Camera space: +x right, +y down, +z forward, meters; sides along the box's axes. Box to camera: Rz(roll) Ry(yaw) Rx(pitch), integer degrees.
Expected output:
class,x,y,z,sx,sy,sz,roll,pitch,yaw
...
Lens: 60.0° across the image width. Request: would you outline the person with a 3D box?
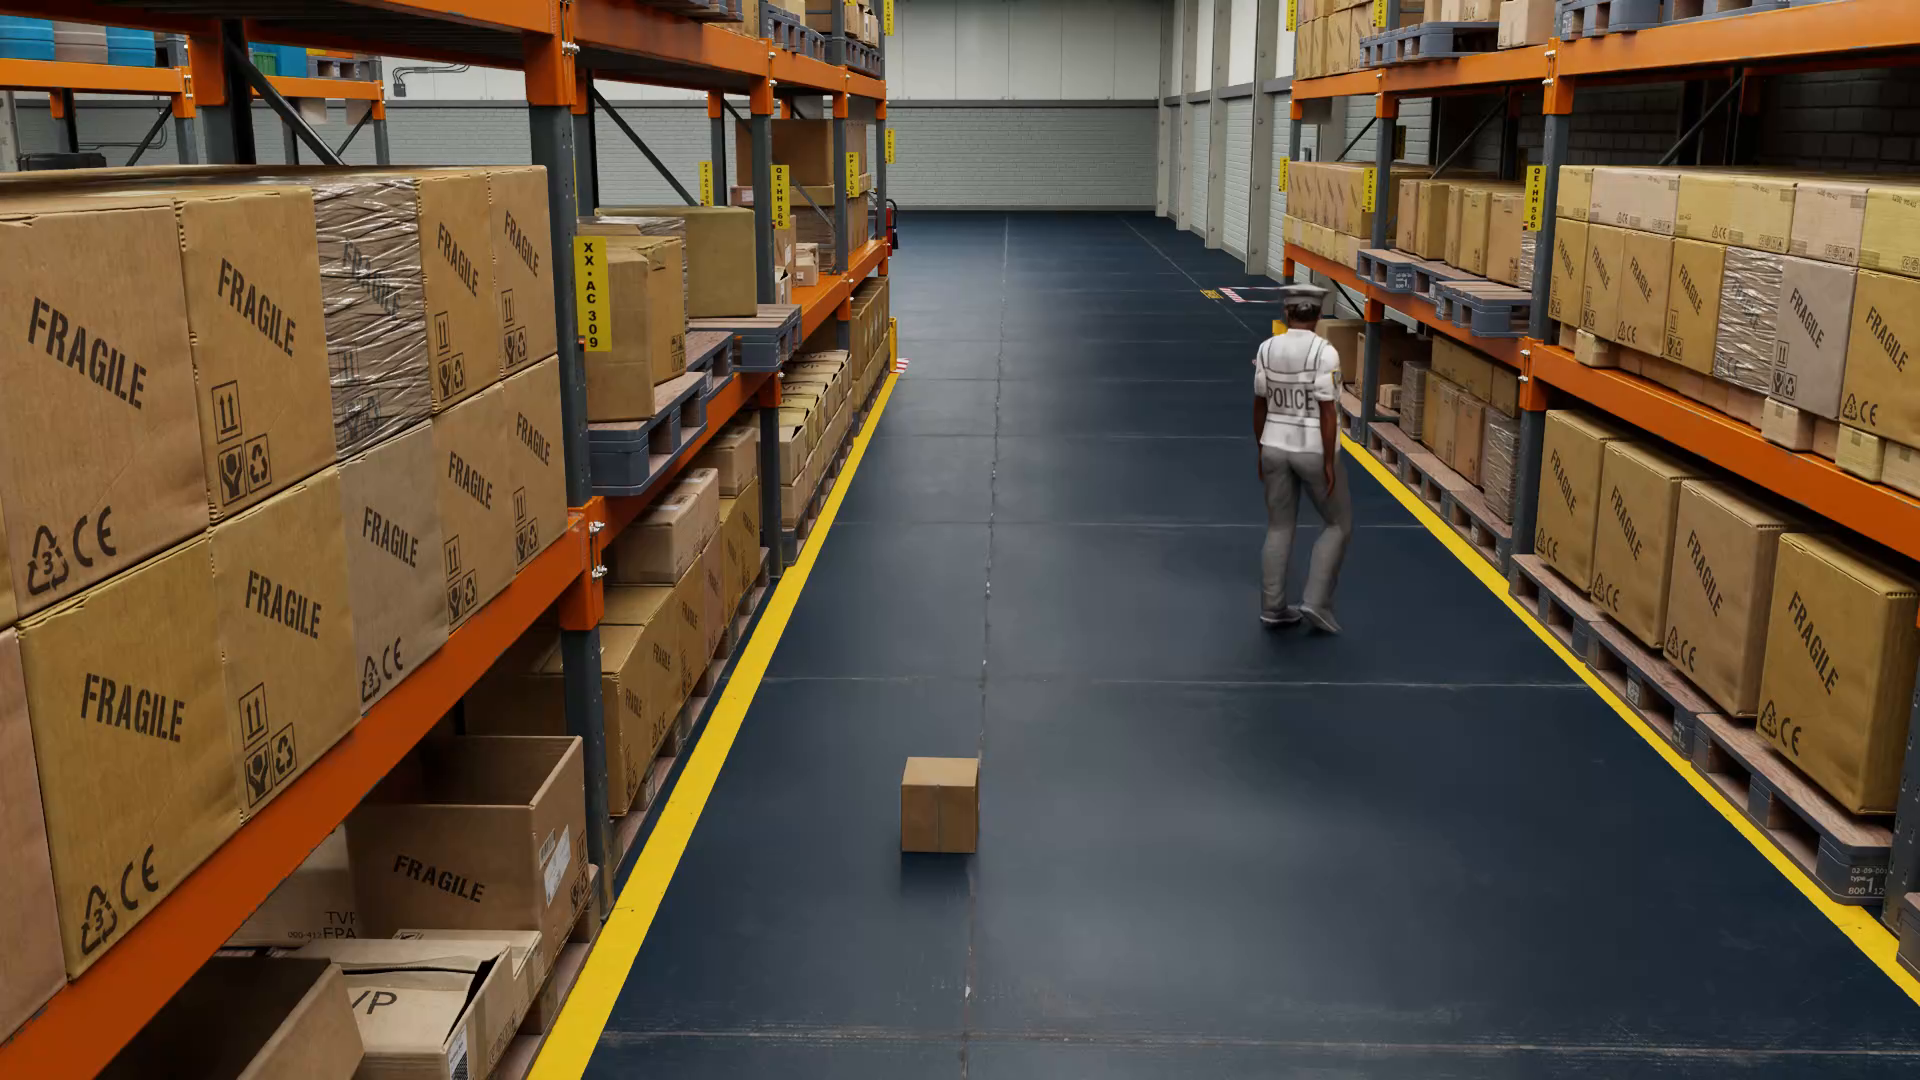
class,x,y,z,sx,sy,sz,roll,pitch,yaw
person,1.644,-0.358,8.015,0.479,1.737,0.382,12,19,40
